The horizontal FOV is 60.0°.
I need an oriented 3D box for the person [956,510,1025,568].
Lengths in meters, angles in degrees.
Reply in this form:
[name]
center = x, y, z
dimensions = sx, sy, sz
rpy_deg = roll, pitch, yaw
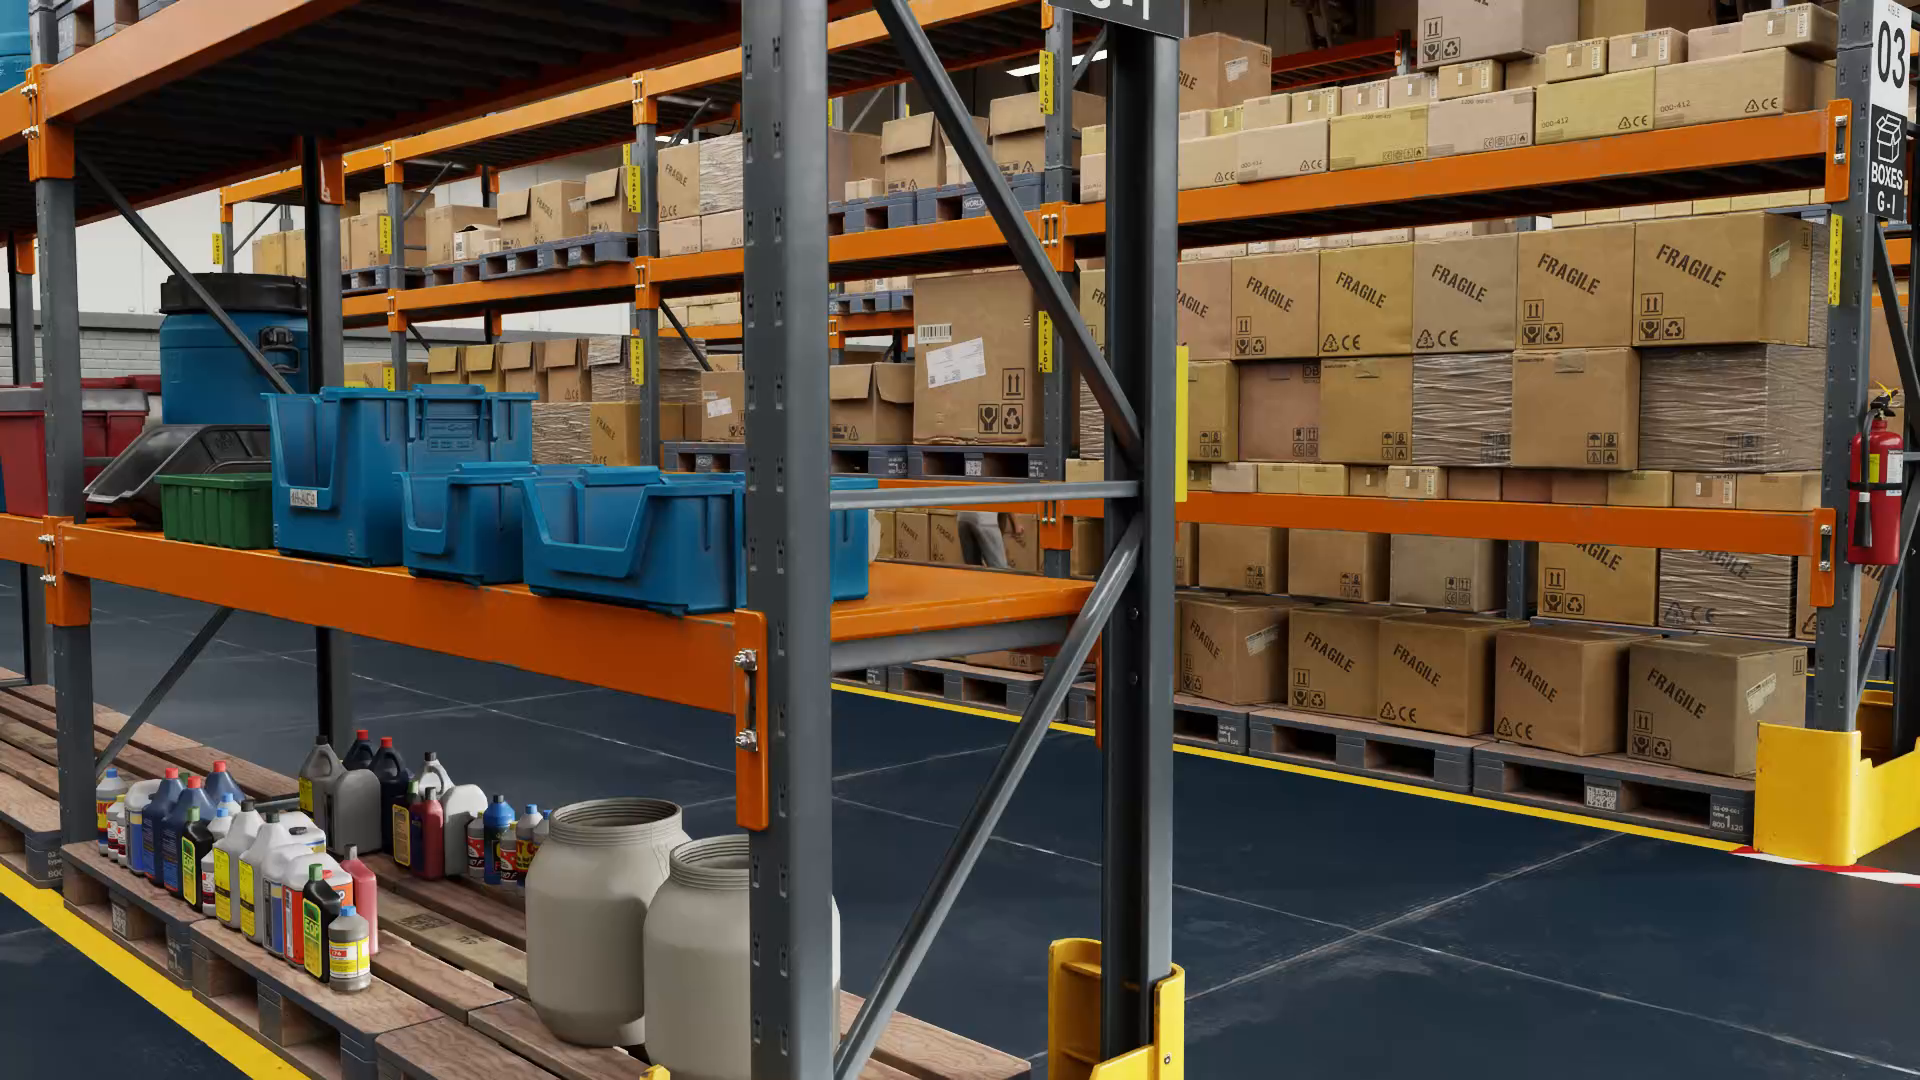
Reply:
[person]
center = 0.223, -0.081, 13.053
dimensions = 0.528, 1.626, 0.410
rpy_deg = -4, 6, -45
